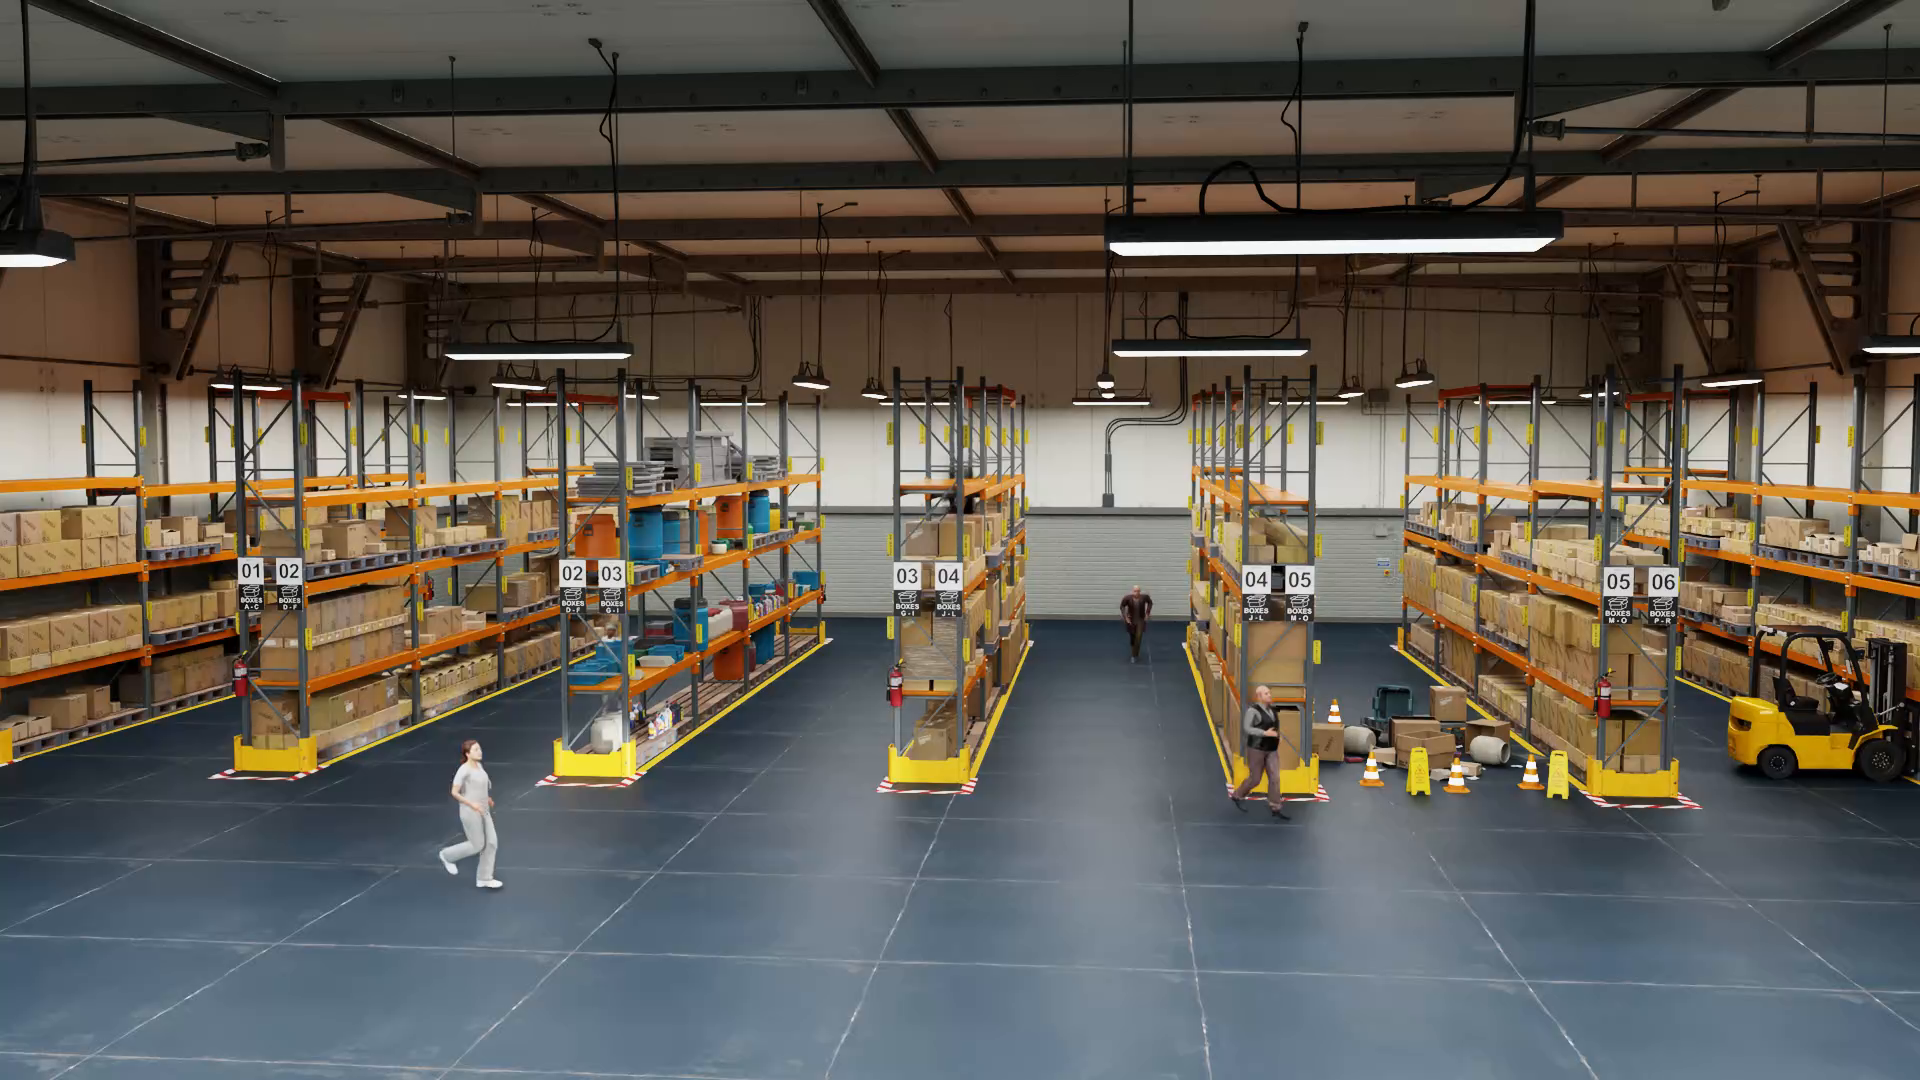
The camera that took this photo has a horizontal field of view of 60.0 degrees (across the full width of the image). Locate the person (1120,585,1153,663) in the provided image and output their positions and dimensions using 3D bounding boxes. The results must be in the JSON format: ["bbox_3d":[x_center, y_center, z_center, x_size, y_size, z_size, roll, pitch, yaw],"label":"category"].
[{"bbox_3d":[3.944,1.851,37.302,0.731,1.736,1.038,0,4,0],"label":"person"}]

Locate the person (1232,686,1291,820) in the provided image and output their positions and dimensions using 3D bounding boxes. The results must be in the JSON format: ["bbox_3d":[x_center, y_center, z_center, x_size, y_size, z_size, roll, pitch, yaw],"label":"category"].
[{"bbox_3d":[3.966,2.764,21.803,0.670,1.716,0.881,-3,4,-37],"label":"person"}]

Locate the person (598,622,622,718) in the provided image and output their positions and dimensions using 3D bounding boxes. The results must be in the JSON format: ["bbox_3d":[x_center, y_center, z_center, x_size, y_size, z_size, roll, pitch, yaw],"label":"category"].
[{"bbox_3d":[-6.263,2.292,29.820,0.583,1.675,0.924,0,4,2],"label":"person"}]

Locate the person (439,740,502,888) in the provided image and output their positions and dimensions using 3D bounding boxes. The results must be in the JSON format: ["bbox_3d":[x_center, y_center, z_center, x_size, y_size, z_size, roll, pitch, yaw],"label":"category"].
[{"bbox_3d":[-5.424,3.034,18.483,0.762,1.625,0.581,1,4,17],"label":"person"}]

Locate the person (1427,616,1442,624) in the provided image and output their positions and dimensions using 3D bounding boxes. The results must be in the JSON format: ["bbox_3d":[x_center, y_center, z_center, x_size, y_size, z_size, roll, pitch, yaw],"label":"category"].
[{"bbox_3d":[11.501,1.678,40.260,0.682,1.621,0.774,-3,5,-42],"label":"person"}]
